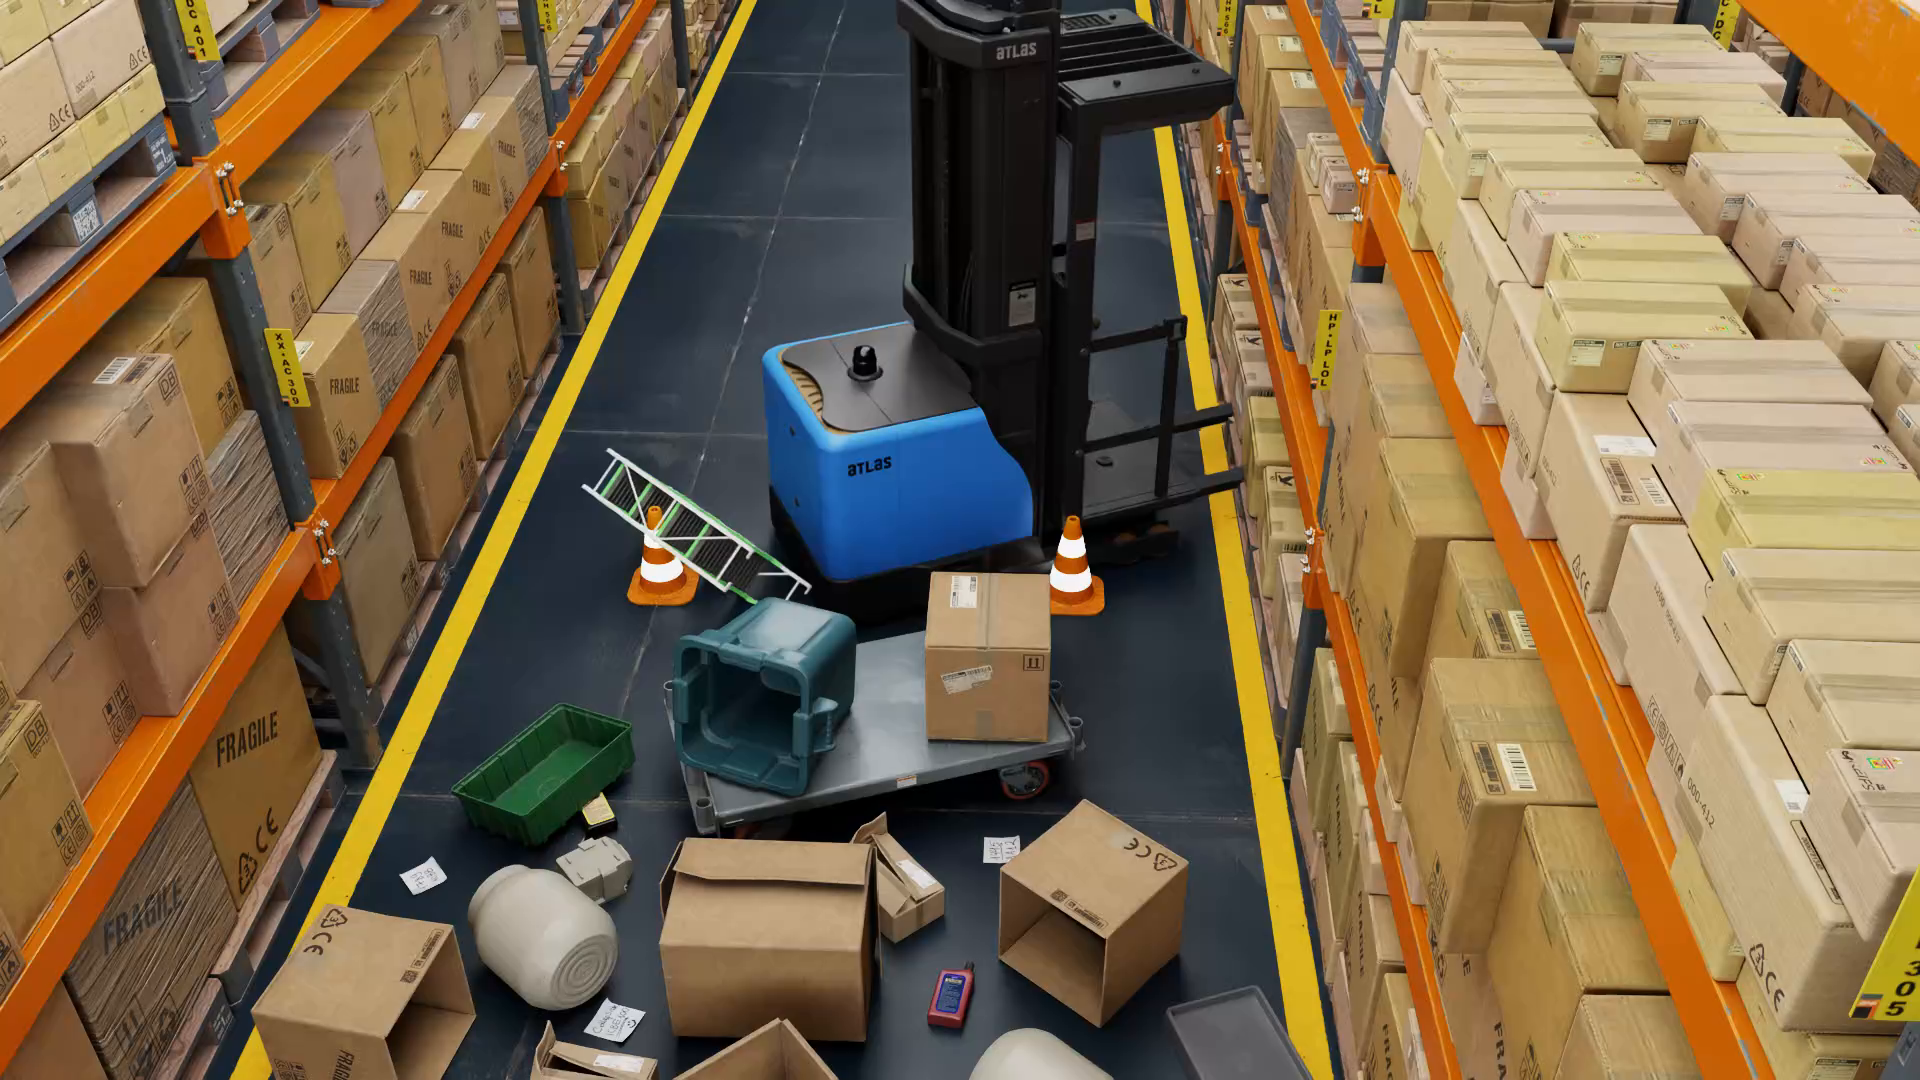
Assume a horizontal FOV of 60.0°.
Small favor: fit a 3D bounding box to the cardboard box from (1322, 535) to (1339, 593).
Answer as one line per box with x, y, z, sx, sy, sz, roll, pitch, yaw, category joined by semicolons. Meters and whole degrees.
1.566;0.070;6.206;0.380;0.149;0.250;1;35;2;cardboard box

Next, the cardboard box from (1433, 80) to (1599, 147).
1.559;-1.182;4.685;0.380;0.149;0.250;0;35;0;cardboard box

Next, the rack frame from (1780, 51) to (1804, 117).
7.180;-4.690;12.761;1.000;3.000;0.127;1;35;2;rack frame

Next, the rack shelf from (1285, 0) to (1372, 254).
1.980;-2.288;7.360;1.077;0.370;4.000;1;35;2;rack shelf

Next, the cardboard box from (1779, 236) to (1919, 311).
2.138;-0.577;3.824;0.380;0.149;0.250;2;35;3;cardboard box

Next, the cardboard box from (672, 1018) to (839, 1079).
-0.721;2.045;5.348;0.797;0.503;0.637;-24;42;-30;cardboard box

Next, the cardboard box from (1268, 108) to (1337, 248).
1.754;-1.694;7.786;0.500;0.500;0.500;0;35;0;cardboard box

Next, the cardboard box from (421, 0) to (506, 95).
-2.918;-2.753;9.048;0.700;0.500;0.500;1;35;2;cardboard box

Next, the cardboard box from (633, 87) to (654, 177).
-2.553;-2.988;12.147;0.500;0.500;0.500;1;35;1;cardboard box

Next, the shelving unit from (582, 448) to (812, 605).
-1.311;-0.022;8.233;1.200;0.503;0.258;32;87;37;shelving unit

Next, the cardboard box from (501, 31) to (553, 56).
-2.670;-3.024;9.985;0.380;0.149;0.250;3;35;4;cardboard box

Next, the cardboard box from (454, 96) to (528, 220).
-2.661;-2.050;8.917;0.500;0.500;0.500;1;35;2;cardboard box

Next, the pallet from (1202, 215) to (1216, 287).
2.167;-1.815;11.094;1.003;0.211;1.213;1;35;2;pallet

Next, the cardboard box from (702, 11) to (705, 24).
-2.489;-4.665;14.839;0.380;0.149;0.250;0;35;0;cardboard box

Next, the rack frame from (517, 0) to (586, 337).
-2.890;-2.561;9.731;1.000;3.000;0.127;1;35;2;rack frame

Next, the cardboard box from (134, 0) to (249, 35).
-2.777;-1.989;5.973;0.258;0.266;0.396;1;35;1;cardboard box

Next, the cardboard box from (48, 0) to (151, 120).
-2.814;-1.474;4.995;0.500;0.250;0.500;1;35;1;cardboard box

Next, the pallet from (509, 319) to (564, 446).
-2.997;-0.969;9.890;1.003;0.211;1.213;1;35;2;pallet

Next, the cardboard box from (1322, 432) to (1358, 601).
1.603;-0.123;5.916;0.500;0.500;0.500;1;35;2;cardboard box

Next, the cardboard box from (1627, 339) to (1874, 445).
1.613;-0.289;3.415;0.380;0.149;0.250;0;35;1;cardboard box

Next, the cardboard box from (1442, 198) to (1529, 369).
1.563;-0.663;4.294;0.500;0.250;0.500;2;35;2;cardboard box

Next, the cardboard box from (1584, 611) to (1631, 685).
1.535;0.172;3.452;0.380;0.149;0.250;1;35;2;cardboard box

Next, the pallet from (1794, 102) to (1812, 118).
7.185;-3.081;12.896;1.003;0.211;1.213;1;35;2;pallet

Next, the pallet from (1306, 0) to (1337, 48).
2.069;-2.305;6.921;1.213;0.211;1.003;1;35;2;pallet

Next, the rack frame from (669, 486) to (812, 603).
-1.195;0.068;8.428;1.200;0.015;0.240;32;87;37;rack frame

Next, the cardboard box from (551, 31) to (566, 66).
-2.660;-3.036;10.261;0.380;0.149;0.250;3;35;4;cardboard box

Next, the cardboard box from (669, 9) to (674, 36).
-2.509;-4.301;13.803;0.380;0.149;0.250;3;35;4;cardboard box

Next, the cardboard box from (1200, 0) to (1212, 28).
1.842;-3.521;10.793;0.500;0.250;0.500;0;35;1;cardboard box

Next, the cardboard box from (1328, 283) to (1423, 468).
1.665;-0.530;5.626;0.700;0.500;0.500;1;35;1;cardboard box

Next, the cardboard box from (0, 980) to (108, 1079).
-3.217;1.836;4.957;0.875;0.875;0.875;1;35;1;cardboard box

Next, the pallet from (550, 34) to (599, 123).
-2.968;-2.894;10.372;1.213;0.211;1.003;1;35;2;pallet

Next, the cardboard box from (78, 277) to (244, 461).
-3.100;-0.555;5.807;0.875;0.550;0.550;1;35;2;cardboard box

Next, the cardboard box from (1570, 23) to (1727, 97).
2.105;-1.470;5.095;0.380;0.149;0.250;2;35;3;cardboard box

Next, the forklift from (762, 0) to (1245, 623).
0.580;-1.337;8.049;3.031;2.935;1.130;-13;37;-18;forklift

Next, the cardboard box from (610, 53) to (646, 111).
-2.548;-3.282;11.914;0.500;0.250;0.500;0;35;0;cardboard box

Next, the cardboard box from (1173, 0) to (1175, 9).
2.388;-4.799;14.778;0.875;0.438;0.875;0;35;0;cardboard box

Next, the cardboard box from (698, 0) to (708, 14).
-2.453;-4.788;14.755;0.380;0.149;0.250;3;35;4;cardboard box

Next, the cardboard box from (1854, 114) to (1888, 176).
6.900;-2.974;12.127;0.500;0.500;0.500;0;35;0;cardboard box

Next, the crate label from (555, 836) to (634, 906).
-1.477;1.330;6.685;0.298;0.136;0.250;-24;42;-30;crate label

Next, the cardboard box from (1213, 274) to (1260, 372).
2.027;-1.277;9.824;0.950;0.372;0.625;-1;35;-1;cardboard box

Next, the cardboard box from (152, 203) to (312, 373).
-3.037;-0.998;6.551;0.700;0.500;0.500;1;35;1;cardboard box

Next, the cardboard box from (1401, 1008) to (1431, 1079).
1.483;1.498;4.765;0.380;0.149;0.250;3;35;4;cardboard box

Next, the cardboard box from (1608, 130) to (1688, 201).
2.131;-0.944;4.693;0.500;0.250;0.500;1;35;1;cardboard box

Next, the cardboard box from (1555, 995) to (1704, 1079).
1.541;1.222;3.134;0.700;0.500;0.500;1;35;1;cardboard box

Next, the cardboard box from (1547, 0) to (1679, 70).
2.323;-1.871;5.905;0.500;0.250;0.500;0;35;1;cardboard box

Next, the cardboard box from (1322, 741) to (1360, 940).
1.596;1.081;5.923;0.500;0.500;0.500;3;35;4;cardboard box

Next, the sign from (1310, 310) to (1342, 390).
1.344;-0.691;6.063;0.100;0.325;0.005;1;35;2;sign

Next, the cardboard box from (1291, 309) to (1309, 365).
1.647;-0.877;7.189;0.380;0.149;0.250;1;35;1;cardboard box

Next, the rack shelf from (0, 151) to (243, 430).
-3.131;-0.046;4.170;1.077;0.370;4.000;1;35;2;rack shelf

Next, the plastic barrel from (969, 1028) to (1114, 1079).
0.309;1.924;5.590;0.512;0.421;0.421;28;44;33;plastic barrel
